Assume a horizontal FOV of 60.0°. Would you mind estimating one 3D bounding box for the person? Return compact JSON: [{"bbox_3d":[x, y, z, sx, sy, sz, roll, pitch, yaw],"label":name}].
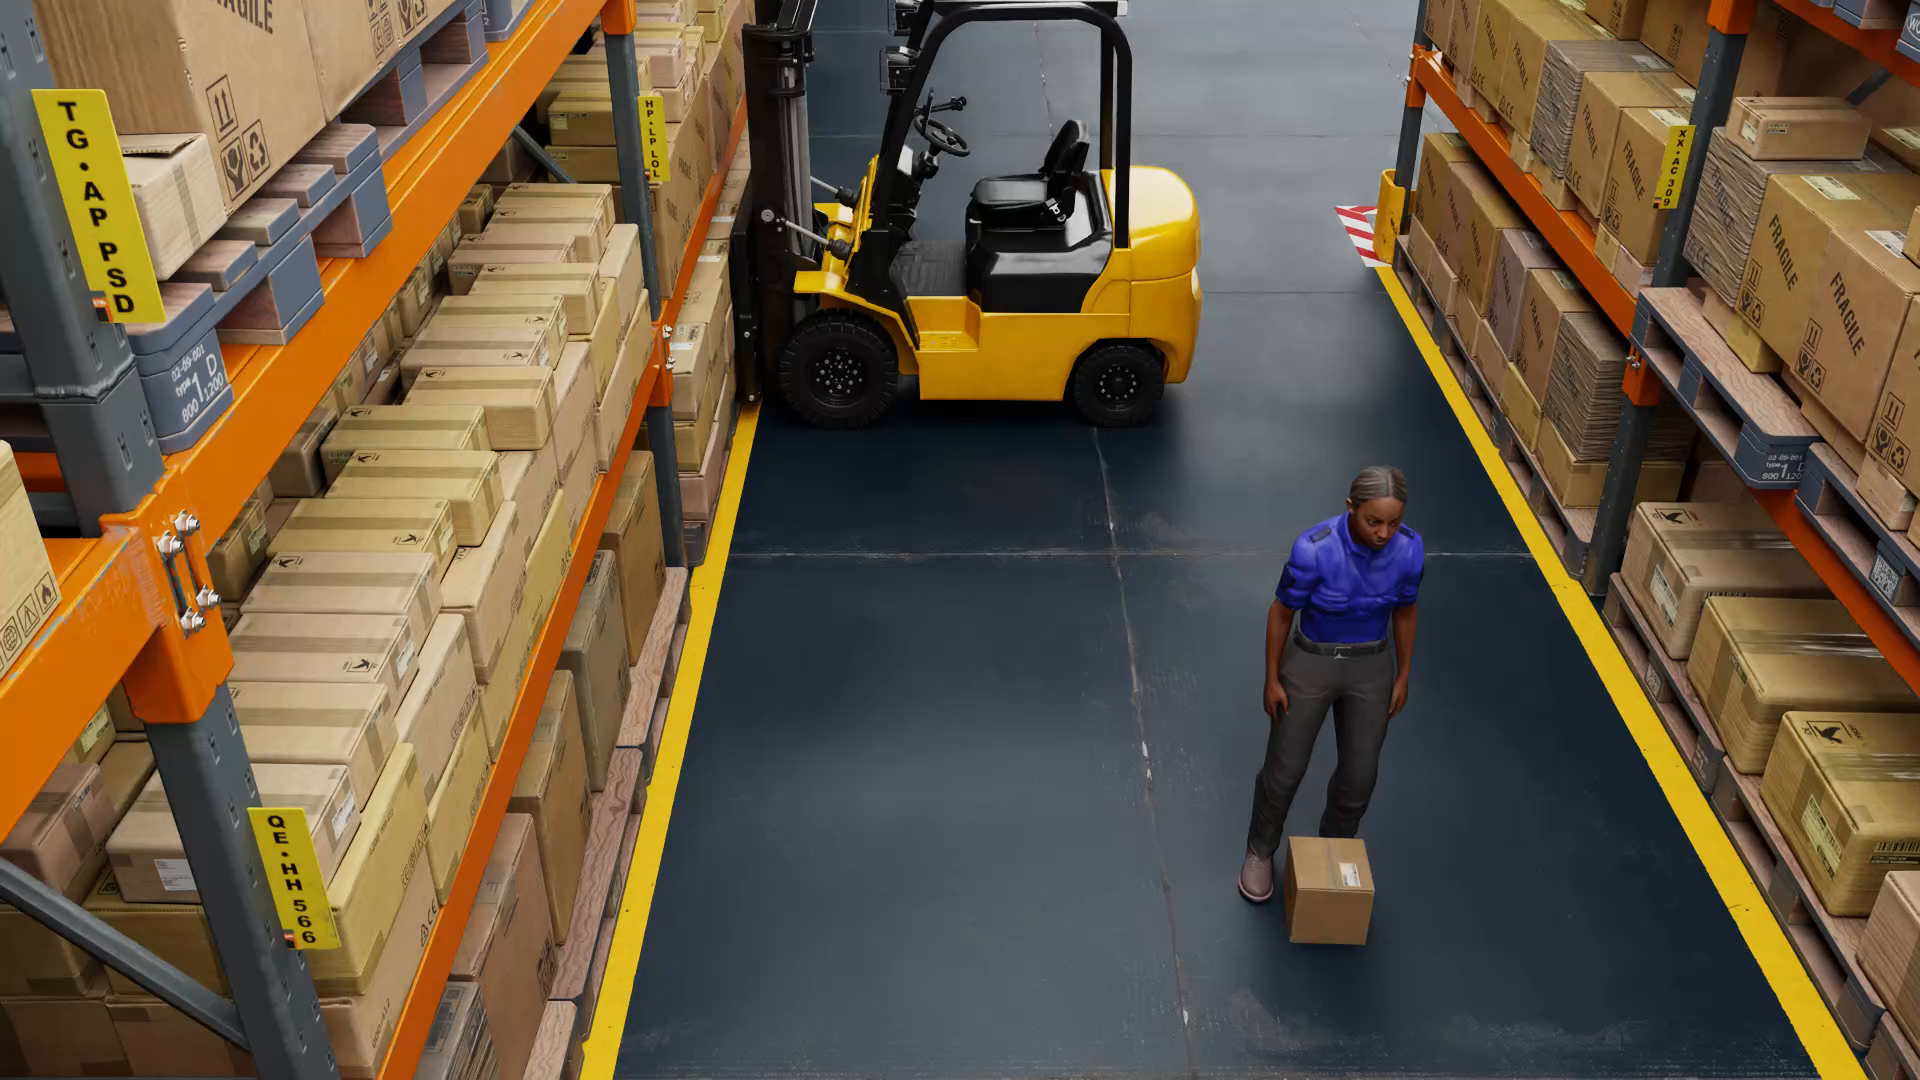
[{"bbox_3d":[1.217,0.454,5.408,0.515,1.653,0.349,-1,32,-2],"label":"person"}]
